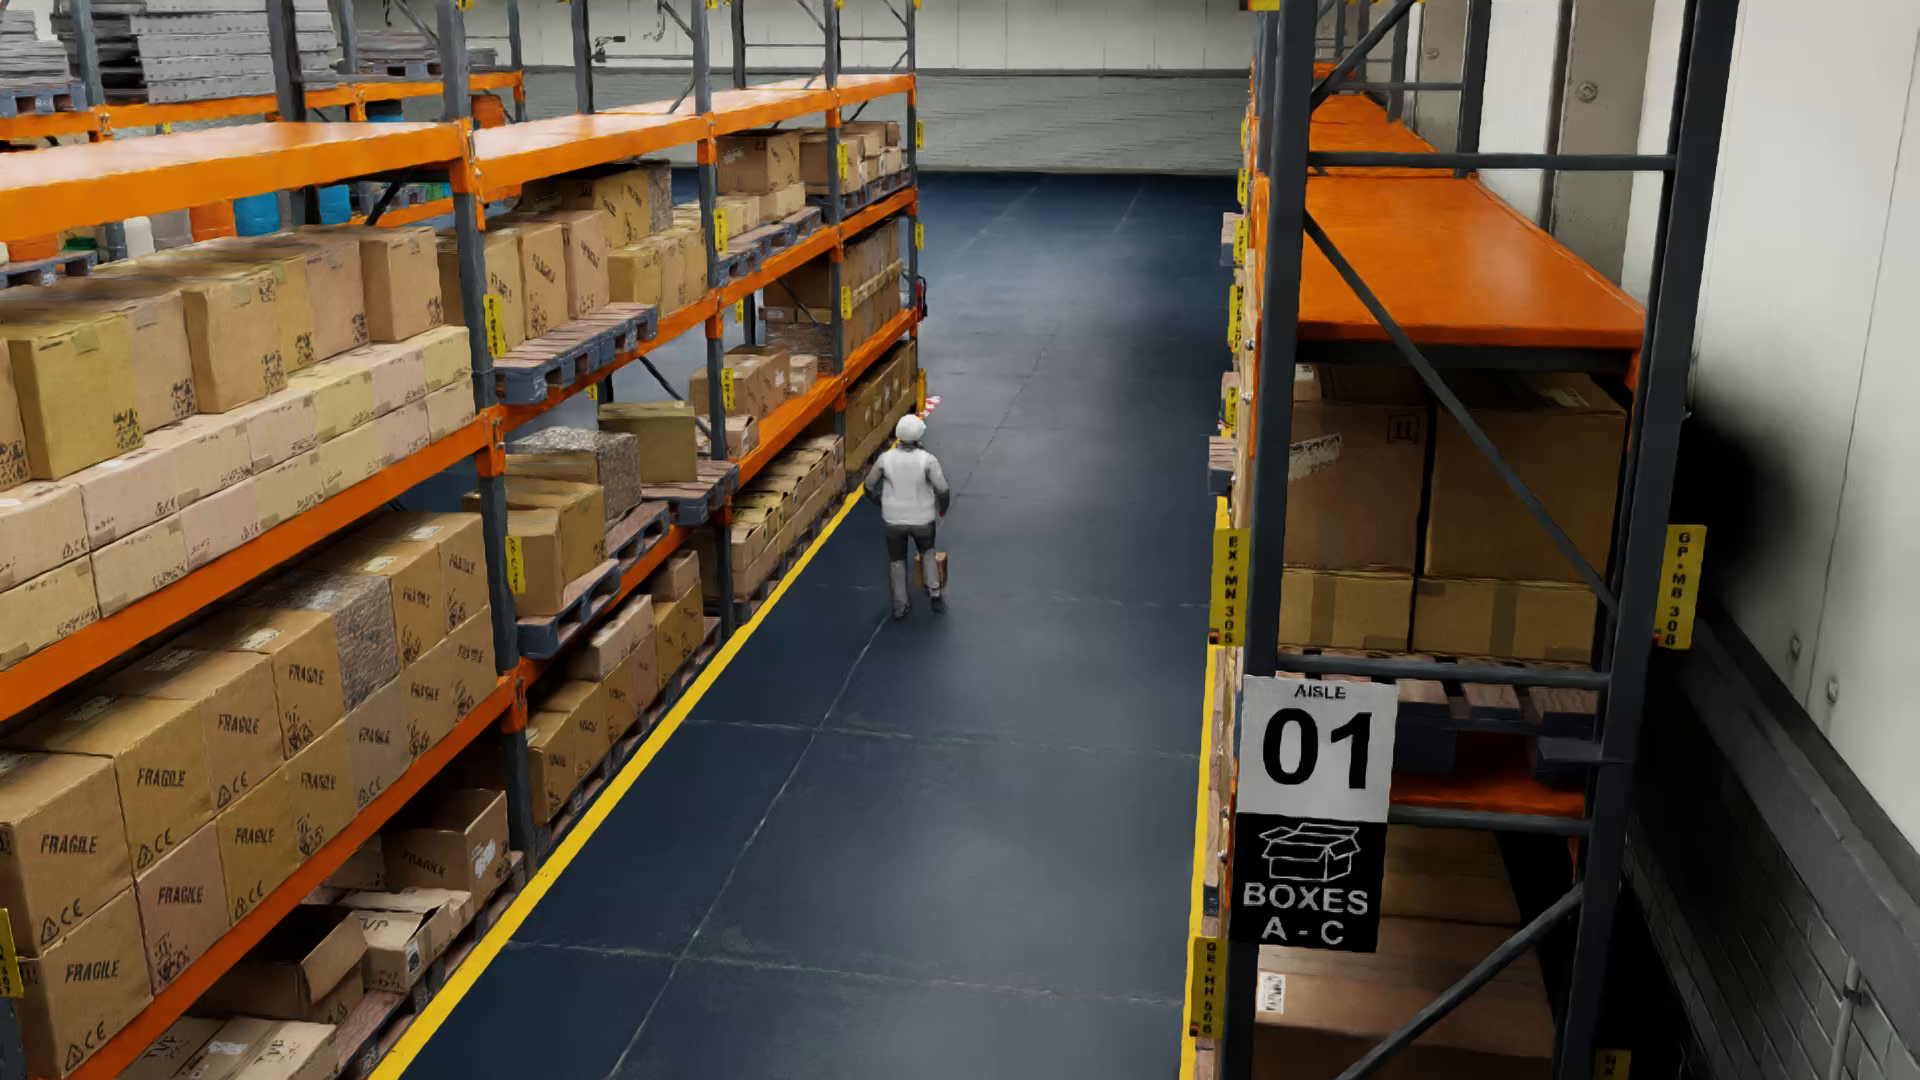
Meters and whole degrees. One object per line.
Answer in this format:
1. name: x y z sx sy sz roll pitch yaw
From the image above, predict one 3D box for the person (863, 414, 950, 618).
1. person: -0.442 -0.209 13.724 0.702 1.744 0.507 -1 18 -2
